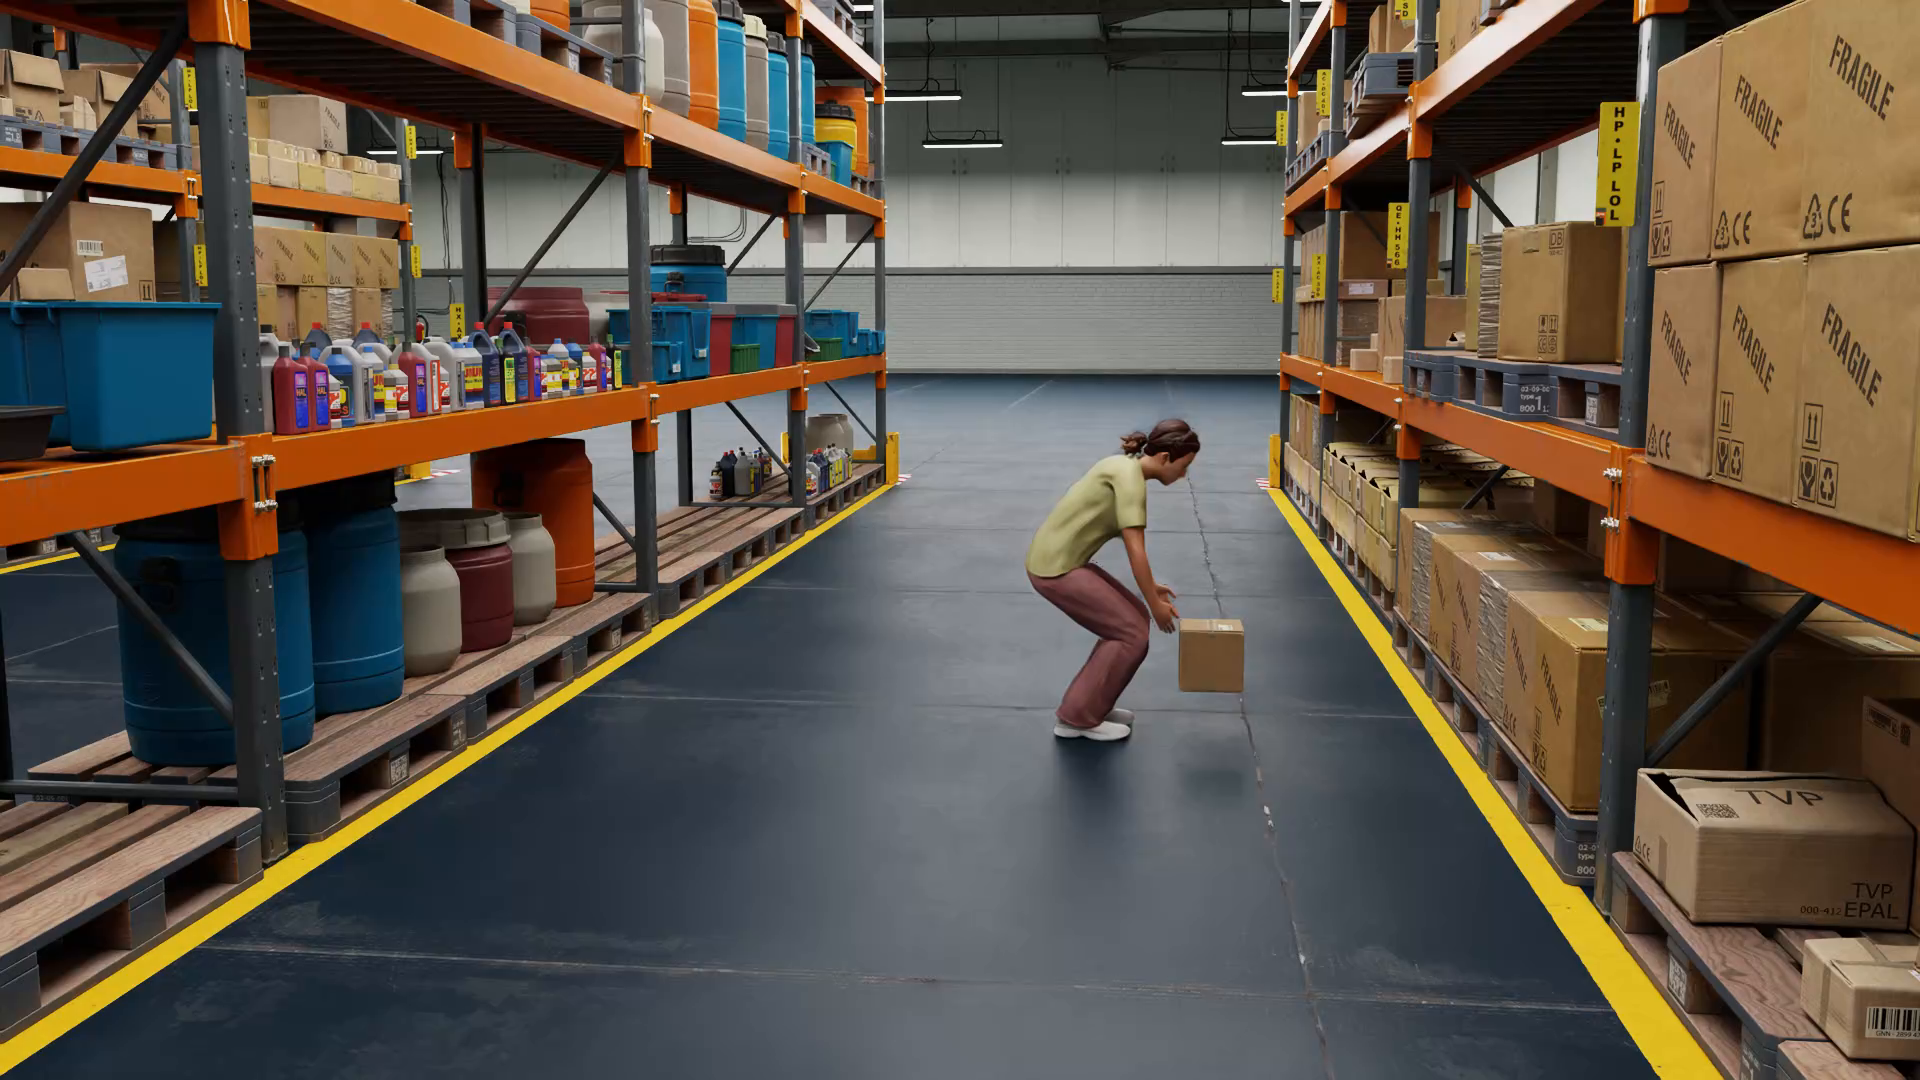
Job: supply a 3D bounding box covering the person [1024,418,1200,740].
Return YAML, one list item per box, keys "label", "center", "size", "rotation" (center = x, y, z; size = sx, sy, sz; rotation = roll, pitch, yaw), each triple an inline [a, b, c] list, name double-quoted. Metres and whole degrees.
- label: "person"
  center: [0.613, 0.145, 6.730]
  size: [0.693, 1.278, 0.512]
  rotation: [1, 8, 6]
